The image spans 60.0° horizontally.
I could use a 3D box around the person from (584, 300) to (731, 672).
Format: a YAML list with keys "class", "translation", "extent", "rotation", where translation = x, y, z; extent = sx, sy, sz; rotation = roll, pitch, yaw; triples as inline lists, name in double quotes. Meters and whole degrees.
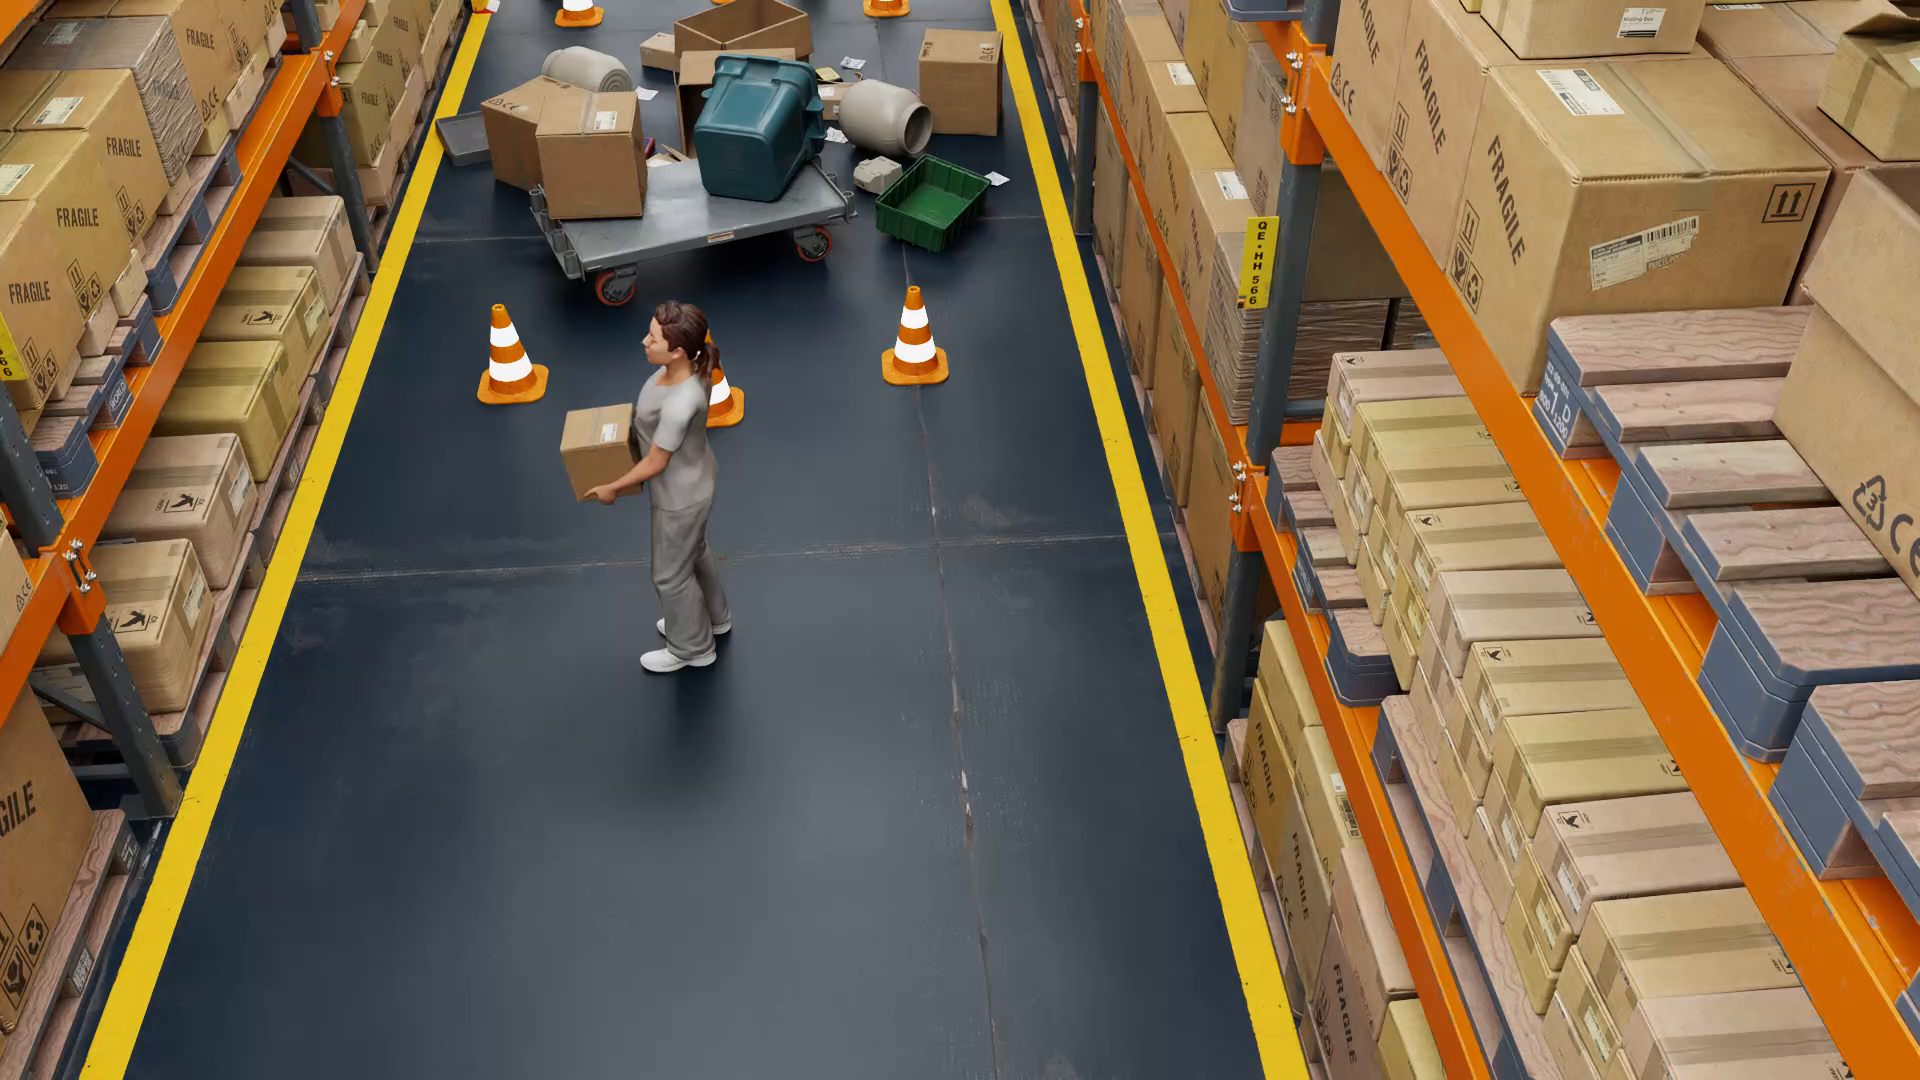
- class: "person"
  translation: [-1.139, -0.190, 6.398]
  extent: [0.561, 1.662, 0.436]
  rotation: [-2, 39, -3]
